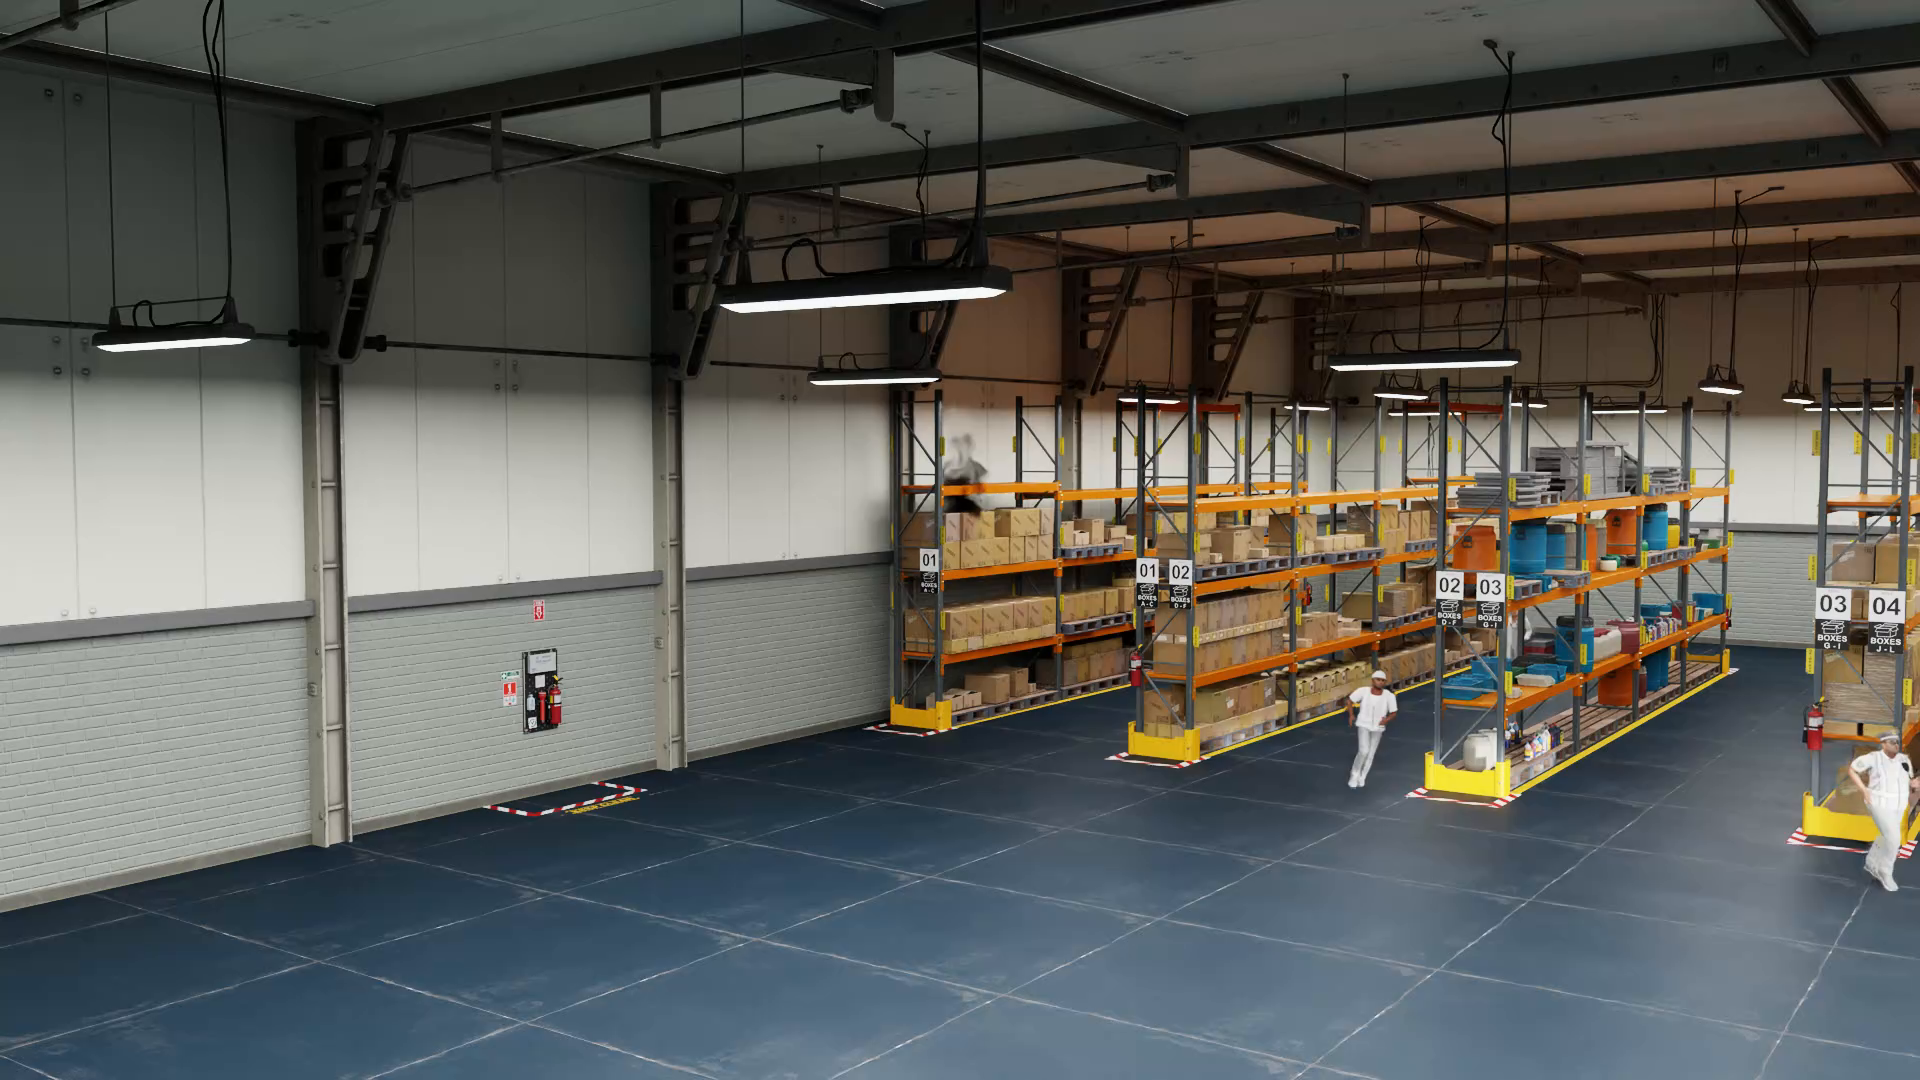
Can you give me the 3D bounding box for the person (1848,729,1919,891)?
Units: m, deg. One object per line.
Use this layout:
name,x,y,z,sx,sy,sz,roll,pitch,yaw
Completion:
person,10.572,3.053,18.942,0.649,1.827,0.752,-1,3,-12

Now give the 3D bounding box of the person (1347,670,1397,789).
person,6.038,2.774,24.333,0.697,1.745,0.649,0,3,4

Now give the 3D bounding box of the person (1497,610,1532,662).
person,11.448,2.213,34.336,0.694,1.750,0.782,1,3,20
